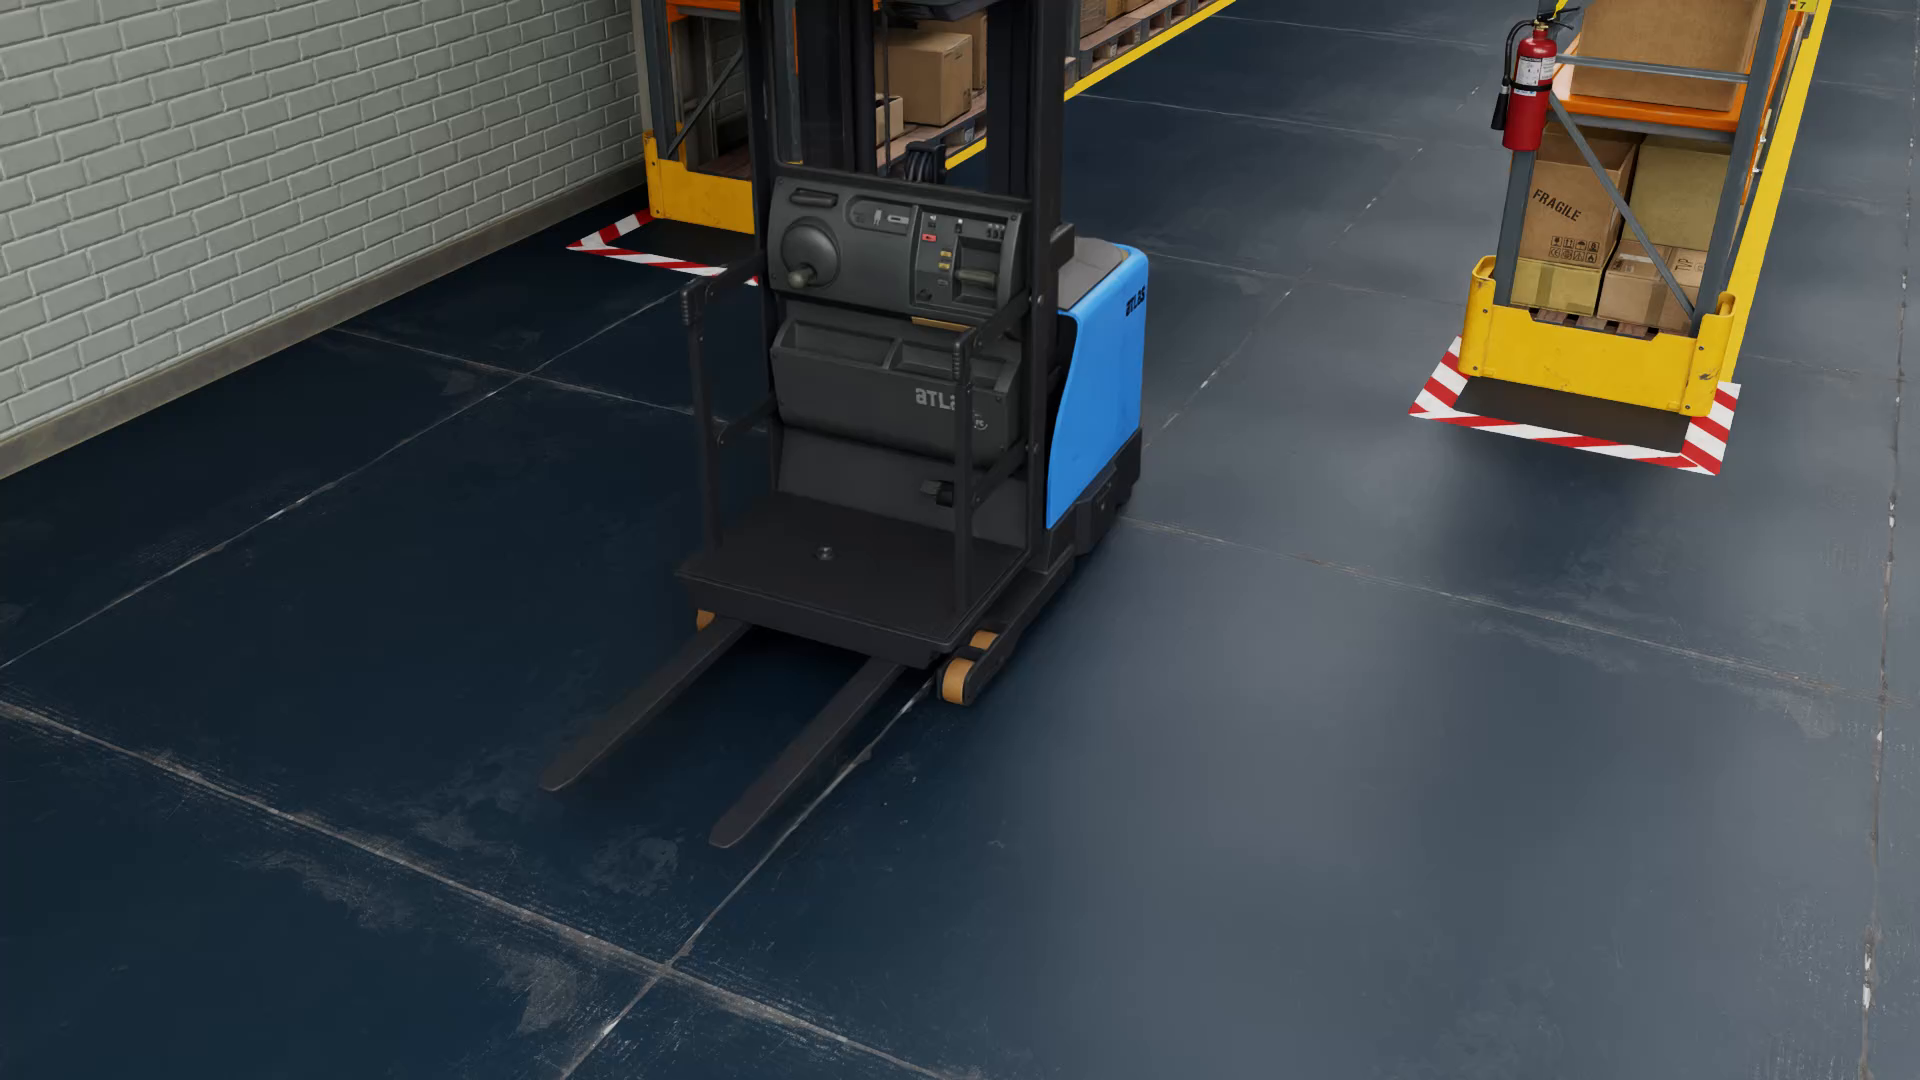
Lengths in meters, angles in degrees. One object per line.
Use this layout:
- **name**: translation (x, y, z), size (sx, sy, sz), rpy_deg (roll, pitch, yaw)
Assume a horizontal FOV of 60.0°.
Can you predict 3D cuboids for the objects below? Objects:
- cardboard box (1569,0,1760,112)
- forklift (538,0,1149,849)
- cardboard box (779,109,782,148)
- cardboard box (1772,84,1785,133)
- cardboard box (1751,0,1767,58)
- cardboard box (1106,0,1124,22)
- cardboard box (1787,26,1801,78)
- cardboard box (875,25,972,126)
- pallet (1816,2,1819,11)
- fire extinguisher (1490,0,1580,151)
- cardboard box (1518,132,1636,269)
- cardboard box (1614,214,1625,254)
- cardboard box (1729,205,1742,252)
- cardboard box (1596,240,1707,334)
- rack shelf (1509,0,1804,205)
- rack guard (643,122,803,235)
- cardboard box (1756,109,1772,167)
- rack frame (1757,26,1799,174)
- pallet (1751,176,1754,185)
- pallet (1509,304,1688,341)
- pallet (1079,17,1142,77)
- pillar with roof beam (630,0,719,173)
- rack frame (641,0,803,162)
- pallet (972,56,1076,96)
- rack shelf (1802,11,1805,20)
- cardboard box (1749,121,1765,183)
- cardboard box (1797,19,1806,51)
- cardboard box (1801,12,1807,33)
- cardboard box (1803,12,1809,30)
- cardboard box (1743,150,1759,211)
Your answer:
- **cardboard box**: translation (3.268, -2.329, 7.694), size (0.700, 0.500, 0.500), rpy_deg (14, 33, 23)
- **forklift**: translation (-0.322, -0.946, 5.454), size (1.130, 2.935, 3.031), rpy_deg (13, 32, 22)
- **cardboard box**: translation (-0.972, -2.515, 10.376), size (0.500, 0.311, 0.500), rpy_deg (11, 32, 18)
- **cardboard box**: translation (5.271, -2.968, 11.245), size (0.500, 0.250, 0.500), rpy_deg (13, 33, 22)
- **cardboard box**: translation (3.735, -2.782, 8.482), size (0.700, 0.500, 0.500), rpy_deg (15, 33, 24)
- **cardboard box**: translation (0.966, -4.655, 13.912), size (0.700, 0.500, 0.500), rpy_deg (14, 33, 22)
- **cardboard box**: translation (5.509, -3.436, 11.497), size (0.500, 0.311, 0.500), rpy_deg (14, 33, 23)
- **cardboard box**: translation (-0.333, -3.164, 11.316), size (0.700, 0.500, 0.500), rpy_deg (12, 32, 20)
- **pallet**: translation (7.619, -5.280, 15.733), size (1.003, 0.211, 1.213), rpy_deg (14, 33, 23)
- **fire extinguisher**: translation (2.577, -2.101, 7.475), size (0.296, 0.674, 0.183), rpy_deg (14, 33, 23)
- **cardboard box**: translation (3.024, -1.702, 8.288), size (0.500, 0.500, 0.500), rpy_deg (14, 33, 23)
- **cardboard box**: translation (3.243, -1.601, 8.865), size (0.500, 0.250, 0.500), rpy_deg (14, 33, 23)
- **cardboard box**: translation (3.939, -1.703, 9.043), size (0.500, 0.250, 0.500), rpy_deg (14, 33, 23)
- **cardboard box**: translation (3.487, -1.259, 8.270), size (0.500, 0.250, 0.500), rpy_deg (14, 33, 23)
- **rack shelf**: translation (3.956, -2.657, 9.087), size (1.077, 0.370, 4.000), rpy_deg (14, 33, 23)
- **rack guard**: translation (-1.333, -2.154, 9.999), size (1.175, 0.500, 0.348), rpy_deg (14, 33, 23)
- **cardboard box**: translation (4.850, -2.590, 10.587), size (0.500, 0.250, 0.500), rpy_deg (14, 33, 23)
- **rack frame**: translation (4.867, -3.855, 10.451), size (1.000, 3.000, 0.127), rpy_deg (14, 33, 23)
- **pallet**: translation (4.467, -2.303, 10.548), size (1.003, 0.211, 1.213), rpy_deg (14, 33, 23)
- **pallet**: translation (3.356, -1.221, 8.665), size (1.003, 0.211, 1.213), rpy_deg (14, 33, 23)
- **pallet**: translation (0.808, -4.114, 13.701), size (1.003, 0.211, 1.213), rpy_deg (14, 33, 23)
- **pillar with roof beam**: translation (2.014, -5.336, 7.005), size (9.100, 9.000, 0.400), rpy_deg (14, 33, 23)
- **rack frame**: translation (-1.367, -3.204, 9.318), size (1.000, 3.000, 0.127), rpy_deg (14, 33, 23)
- **pallet**: translation (0.181, -3.462, 12.567), size (1.003, 0.211, 1.213), rpy_deg (14, 33, 23)
- **rack shelf**: translation (5.778, -4.430, 12.175), size (1.077, 0.370, 4.000), rpy_deg (14, 33, 23)
- **cardboard box**: translation (4.172, -2.249, 9.240), size (0.500, 0.500, 0.500), rpy_deg (14, 33, 23)
- **cardboard box**: translation (6.203, -3.878, 12.831), size (0.500, 0.250, 0.500), rpy_deg (15, 33, 24)
- **cardboard box**: translation (5.976, -3.897, 12.300), size (0.500, 0.311, 0.500), rpy_deg (15, 33, 25)
- **cardboard box**: translation (6.666, -4.330, 13.617), size (0.500, 0.250, 0.500), rpy_deg (15, 33, 24)
- **cardboard box**: translation (4.399, -2.145, 9.813), size (0.500, 0.250, 0.500), rpy_deg (14, 33, 23)
